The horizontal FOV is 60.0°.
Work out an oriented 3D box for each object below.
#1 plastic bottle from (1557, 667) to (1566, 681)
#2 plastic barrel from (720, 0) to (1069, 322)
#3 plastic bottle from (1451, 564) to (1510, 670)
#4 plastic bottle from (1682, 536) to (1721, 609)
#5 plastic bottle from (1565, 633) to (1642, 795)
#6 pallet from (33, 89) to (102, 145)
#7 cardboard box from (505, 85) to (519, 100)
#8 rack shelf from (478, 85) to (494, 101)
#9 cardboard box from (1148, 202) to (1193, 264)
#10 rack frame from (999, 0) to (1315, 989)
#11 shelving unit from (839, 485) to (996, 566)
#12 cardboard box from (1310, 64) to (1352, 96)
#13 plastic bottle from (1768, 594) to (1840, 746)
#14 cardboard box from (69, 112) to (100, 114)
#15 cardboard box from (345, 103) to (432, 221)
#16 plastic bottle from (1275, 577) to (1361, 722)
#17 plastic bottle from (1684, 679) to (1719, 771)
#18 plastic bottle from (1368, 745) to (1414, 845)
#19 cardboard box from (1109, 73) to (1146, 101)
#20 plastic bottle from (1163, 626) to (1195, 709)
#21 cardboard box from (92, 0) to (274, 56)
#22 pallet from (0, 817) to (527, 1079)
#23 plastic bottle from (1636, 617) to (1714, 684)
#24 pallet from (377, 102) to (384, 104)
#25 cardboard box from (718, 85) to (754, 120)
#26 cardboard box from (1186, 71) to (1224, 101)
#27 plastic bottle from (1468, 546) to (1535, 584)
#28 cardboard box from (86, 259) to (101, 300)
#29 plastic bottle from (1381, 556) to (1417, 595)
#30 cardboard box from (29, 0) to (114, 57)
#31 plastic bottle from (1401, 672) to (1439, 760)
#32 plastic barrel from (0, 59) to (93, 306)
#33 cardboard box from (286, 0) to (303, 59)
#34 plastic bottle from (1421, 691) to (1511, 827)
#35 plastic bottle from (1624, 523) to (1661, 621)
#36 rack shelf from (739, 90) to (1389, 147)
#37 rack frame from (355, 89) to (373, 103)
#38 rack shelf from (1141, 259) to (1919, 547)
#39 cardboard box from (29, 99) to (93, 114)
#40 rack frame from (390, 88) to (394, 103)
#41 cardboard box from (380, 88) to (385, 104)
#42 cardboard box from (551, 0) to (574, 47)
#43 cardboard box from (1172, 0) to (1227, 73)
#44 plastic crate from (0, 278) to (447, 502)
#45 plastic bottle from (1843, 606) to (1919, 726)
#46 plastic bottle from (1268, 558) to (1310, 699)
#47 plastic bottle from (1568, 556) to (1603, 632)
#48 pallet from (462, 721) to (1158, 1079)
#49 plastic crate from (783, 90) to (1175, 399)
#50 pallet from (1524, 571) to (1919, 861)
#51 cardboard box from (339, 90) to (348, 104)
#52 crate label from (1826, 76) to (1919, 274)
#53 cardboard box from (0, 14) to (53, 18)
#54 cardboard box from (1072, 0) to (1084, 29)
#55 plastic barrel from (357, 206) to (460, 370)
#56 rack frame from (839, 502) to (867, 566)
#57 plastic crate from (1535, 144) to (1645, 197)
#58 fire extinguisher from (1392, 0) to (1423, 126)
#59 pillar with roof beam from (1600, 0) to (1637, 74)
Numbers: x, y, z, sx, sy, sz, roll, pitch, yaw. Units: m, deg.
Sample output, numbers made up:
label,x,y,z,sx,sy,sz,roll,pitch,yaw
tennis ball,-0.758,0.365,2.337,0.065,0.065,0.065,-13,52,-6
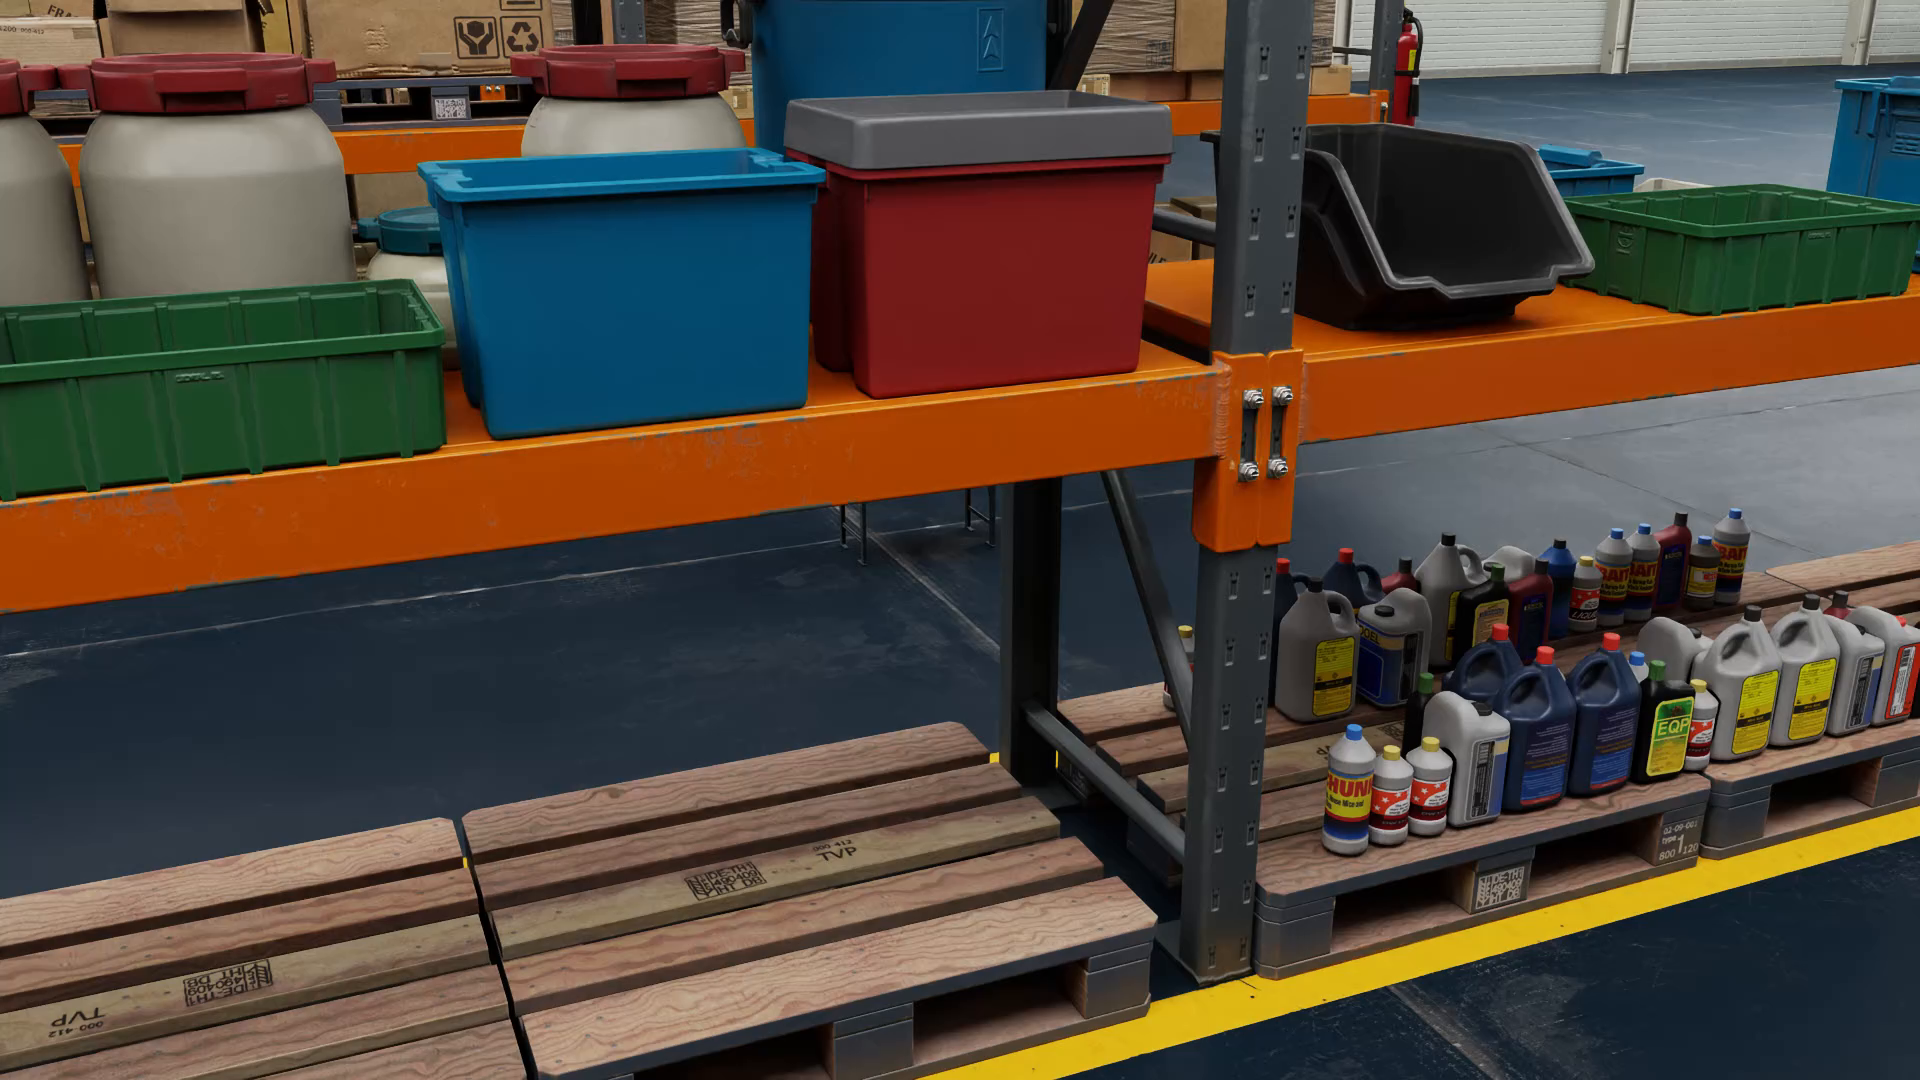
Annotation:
label,x,y,z,sx,sy,sz,roll,pitch,yaw
plastic bottle,1.341,0.388,3.848,0.097,0.271,0.097,0,19,0
plastic barrel,-0.124,-0.934,3.402,0.708,0.901,0.600,-8,21,-22
plastic bottle,1.365,0.206,4.349,0.133,0.283,0.061,-8,21,-22
plastic bottle,2.140,0.088,4.807,0.097,0.201,0.097,0,19,0
plastic bottle,1.429,0.382,3.747,0.185,0.351,0.144,-9,21,-24
pallet,-3.483,-1.822,6.970,1.213,0.211,1.003,-8,21,-22
cardboard box,-2.878,-2.949,12.448,0.875,0.875,0.875,-8,21,-21
rack shelf,-5.320,-3.089,11.363,4.000,0.370,1.077,-8,21,-22
cardboard box,0.946,-1.545,9.025,0.500,0.500,0.500,-3,20,-8
rack frame,0.350,-0.656,3.367,0.127,3.000,1.000,-8,21,-22
shelving unit,-0.152,-0.544,5.761,0.503,1.200,0.258,-8,21,-22
cardboard box,1.882,-2.473,8.908,0.250,0.149,0.380,-8,21,-22
plastic bottle,1.990,0.301,3.975,0.185,0.351,0.144,-7,21,-20
cardboard box,-8.012,-3.791,15.597,0.625,0.372,0.950,-9,21,-23
cardboard box,-4.018,-2.720,11.985,0.750,0.750,1.050,-8,21,-22
plastic bottle,0.885,0.258,4.100,0.185,0.351,0.144,-8,21,-22
plastic bottle,1.699,0.422,3.857,0.097,0.201,0.097,0,19,0
plastic bottle,0.910,0.535,3.537,0.097,0.201,0.097,0,19,0
cardboard box,0.740,-2.304,8.427,0.250,0.149,0.380,-8,21,-22
plastic bottle,0.560,0.314,4.165,0.097,0.201,0.097,0,19,0
cardboard box,-3.167,-2.157,6.843,0.637,0.503,0.797,-6,20,-16
pallet,-1.477,0.937,3.044,1.213,0.211,1.003,-8,21,-22
plastic bottle,1.738,0.319,4.037,0.135,0.276,0.152,-8,21,-22
pallet,-6.759,-5.478,21.262,1.213,0.211,1.003,-8,21,-22
cardboard box,-1.060,-2.013,7.601,0.250,0.149,0.380,-8,21,-22
cardboard box,1.207,-2.364,8.597,0.250,0.149,0.380,-8,21,-22
plastic bottle,1.451,0.161,4.487,0.135,0.276,0.152,-8,21,-21
cardboard box,-3.655,-0.916,7.209,0.500,0.500,0.700,-6,20,-17
plastic bottle,1.137,0.186,4.404,0.133,0.283,0.061,-7,20,-18
cardboard box,-5.708,-3.323,10.794,0.500,0.500,0.500,-8,21,-22
plastic bottle,1.060,0.427,3.721,0.133,0.283,0.061,-8,21,-22
plastic barrel,-1.686,-0.507,2.742,0.433,0.535,0.433,0,19,0
cardboard box,-4.320,-3.522,11.359,0.500,0.500,0.500,-8,21,-23
plastic bottle,1.103,0.462,3.631,0.135,0.276,0.152,-7,21,-20
plastic bottle,1.920,0.086,4.706,0.097,0.271,0.097,0,19,0
rack shelf,0.225,-2.090,8.524,4.000,0.370,1.077,-8,21,-22
rack frame,-7.506,-6.701,20.538,0.127,3.000,1.000,-8,21,-22
rack shelf,2.187,-0.579,4.234,4.000,0.370,1.077,-8,21,-22
cardboard box,-10.601,-5.331,19.589,0.625,0.625,0.875,-7,21,-20
rack frame,-5.537,-5.188,16.240,0.127,3.000,1.000,-8,21,-22
cardboard box,-7.141,-5.728,21.281,0.500,0.250,0.500,-8,21,-21
cardboard box,-3.149,-3.815,12.114,0.550,0.550,0.875,-8,21,-22
cardboard box,1.134,-2.713,8.613,0.500,0.500,0.875,-8,21,-22
plastic crate,-1.137,-0.240,2.508,0.662,0.188,0.450,-8,21,-22
plastic bottle,2.268,0.295,4.105,0.135,0.276,0.152,-8,21,-22
plastic bottle,0.828,0.214,4.225,0.185,0.351,0.144,-9,21,-23
plastic bottle,1.738,0.145,4.644,0.097,0.201,0.097,0,19,0
pallet,-0.355,0.775,3.504,1.213,0.211,1.003,-8,21,-22
plastic crate,0.027,-0.529,2.911,0.583,0.464,0.402,-8,21,-22
pallet,2.106,0.422,4.505,1.213,0.211,1.003,-8,21,-22
cardboard box,-7.981,-5.707,20.658,0.625,0.625,0.875,-7,21,-20
crate label,2.440,-0.874,3.934,0.616,0.435,0.502,-8,21,-22
cardboard box,-3.860,-2.076,6.972,0.258,0.266,0.396,-9,21,-23
cardboard box,0.194,-2.599,8.287,0.500,0.500,0.875,-8,21,-22
plastic barrel,-0.926,-0.463,3.029,0.301,0.262,0.301,0,19,0
rack frame,-0.376,-0.512,5.670,0.015,1.200,0.240,-8,21,-22
plastic crate,1.259,-0.814,4.041,0.616,0.251,0.499,-8,21,-22
fire extinguisher,2.349,-2.530,8.808,0.183,0.674,0.296,-8,21,-22
pillar with roof beam,13.403,-11.296,24.553,0.400,9.000,9.100,-8,21,-22
